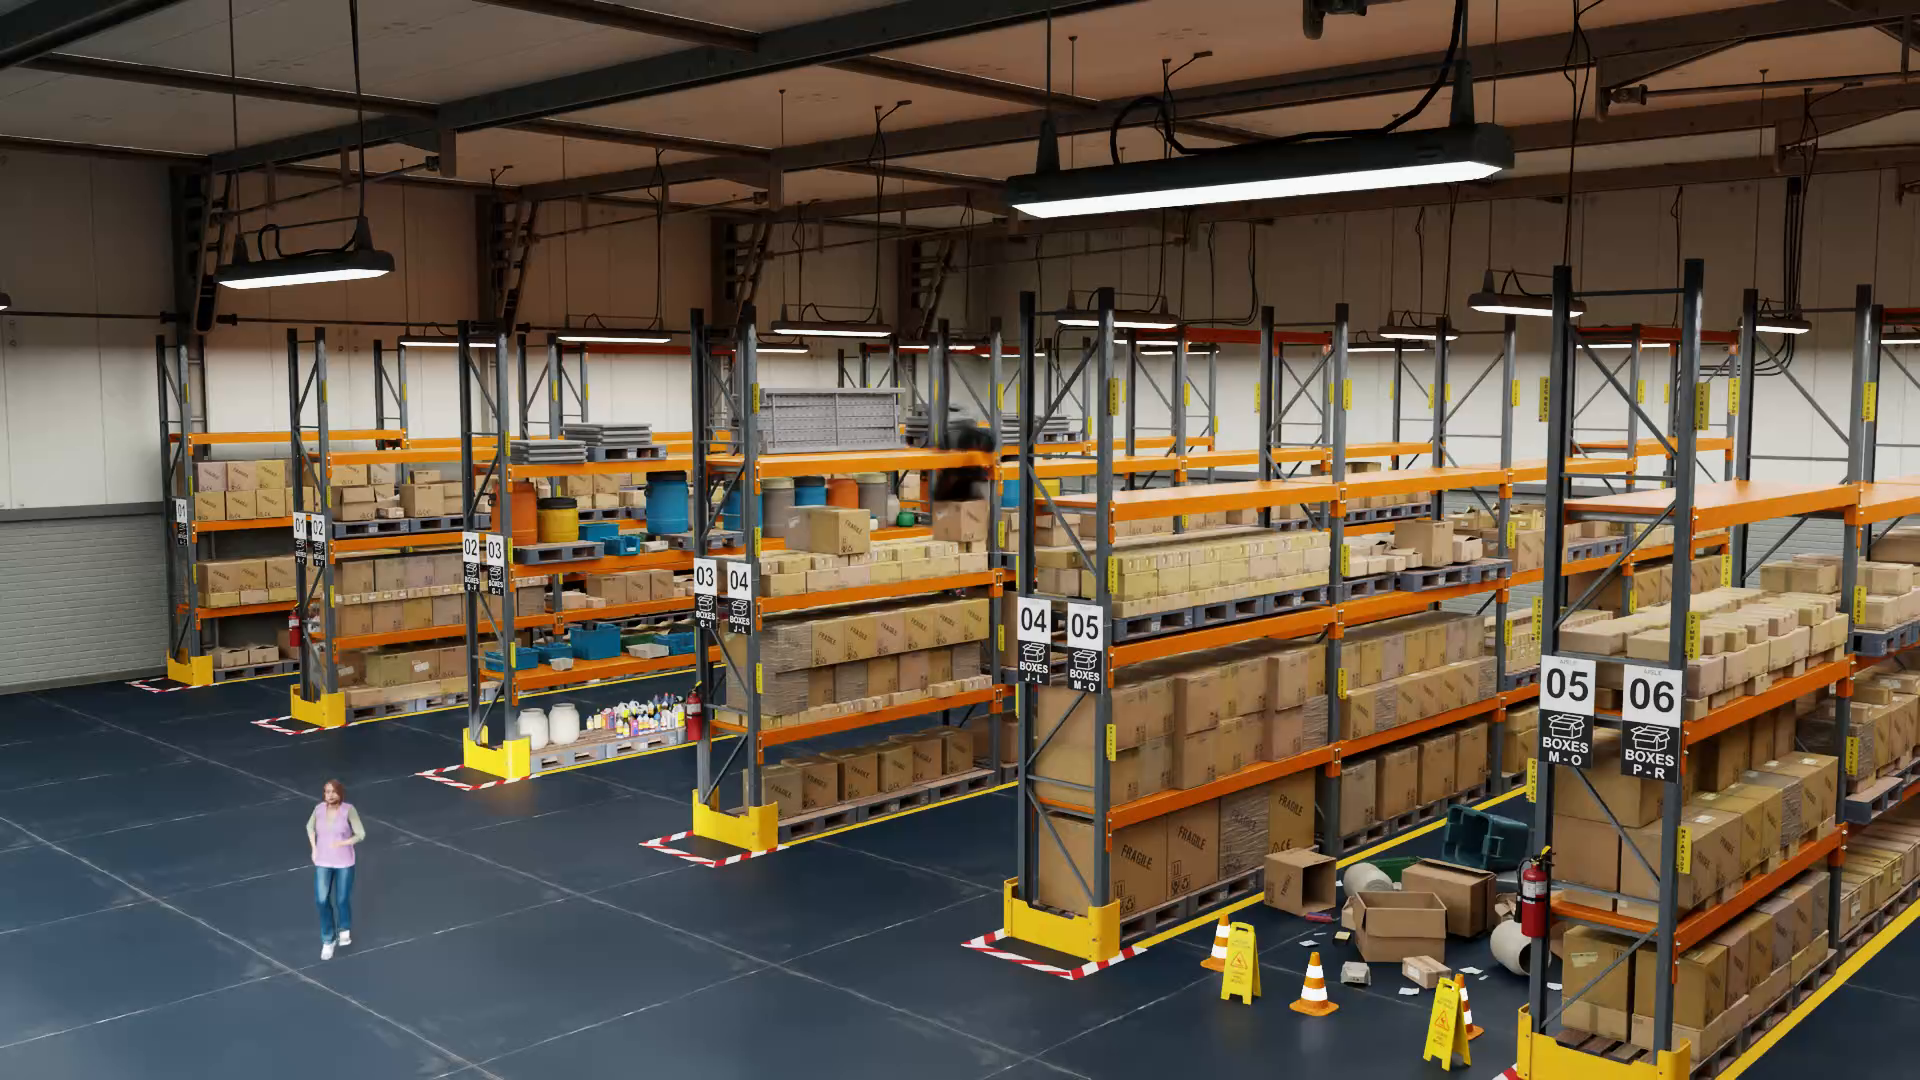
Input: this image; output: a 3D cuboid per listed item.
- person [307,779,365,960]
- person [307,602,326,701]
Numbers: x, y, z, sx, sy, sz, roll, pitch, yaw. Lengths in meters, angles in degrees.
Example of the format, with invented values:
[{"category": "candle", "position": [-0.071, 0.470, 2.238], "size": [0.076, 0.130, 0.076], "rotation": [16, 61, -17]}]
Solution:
[{"category": "person", "position": [-5.651, 2.980, 15.051], "size": [0.540, 1.660, 0.601], "rotation": [-1, 5, -9]}, {"category": "person", "position": [-10.419, 1.830, 26.858], "size": [0.626, 1.658, 0.637], "rotation": [4, 7, 39]}]
